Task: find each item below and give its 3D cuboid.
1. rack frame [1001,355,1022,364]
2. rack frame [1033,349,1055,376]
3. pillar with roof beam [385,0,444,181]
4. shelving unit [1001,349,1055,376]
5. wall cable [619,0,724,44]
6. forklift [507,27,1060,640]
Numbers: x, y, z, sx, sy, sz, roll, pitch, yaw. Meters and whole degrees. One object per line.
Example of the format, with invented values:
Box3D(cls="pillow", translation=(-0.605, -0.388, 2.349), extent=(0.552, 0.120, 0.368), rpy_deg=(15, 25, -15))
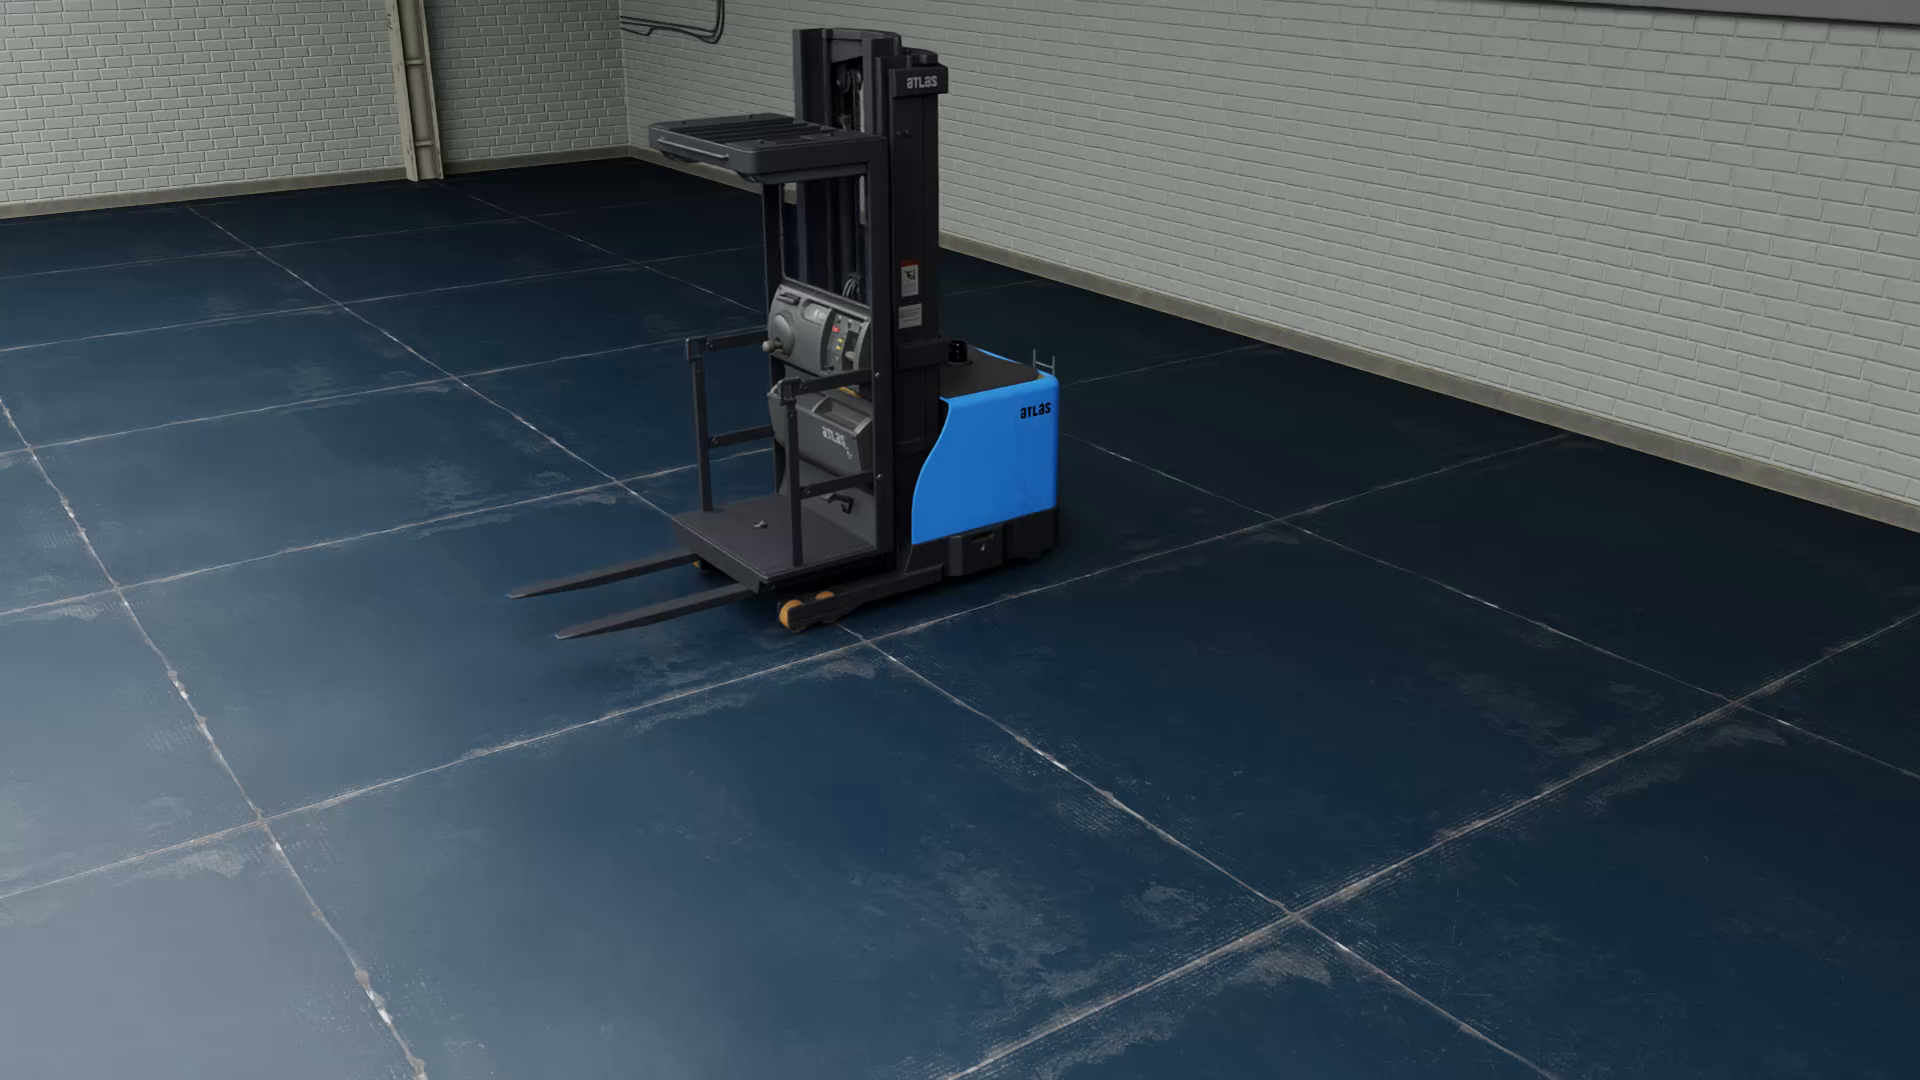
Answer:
Box3D(cls="rack frame", translation=(0.301, -0.568, 9.903), extent=(0.008, 1.050, 0.200), rpy_deg=(-15, 26, -33))
Box3D(cls="rack frame", translation=(0.499, -0.621, 10.035), extent=(0.008, 1.050, 0.200), rpy_deg=(-15, 26, -33))
Box3D(cls="pillar with roof beam", translation=(-4.482, -7.618, 16.845), extent=(0.400, 9.000, 9.100), rpy_deg=(-15, 26, -33))
Box3D(cls="shelving unit", translation=(0.400, -0.594, 9.969), extent=(0.252, 1.050, 0.215), rpy_deg=(-15, 26, -33))
Box3D(cls="wall cable", translation=(-3.833, -7.711, 21.267), extent=(0.112, 2.526, 3.097), rpy_deg=(-15, 26, -33))
Box3D(cls="forklift", translation=(-0.919, -1.102, 8.703), extent=(3.031, 2.935, 1.130), rpy_deg=(-15, 26, -33))
